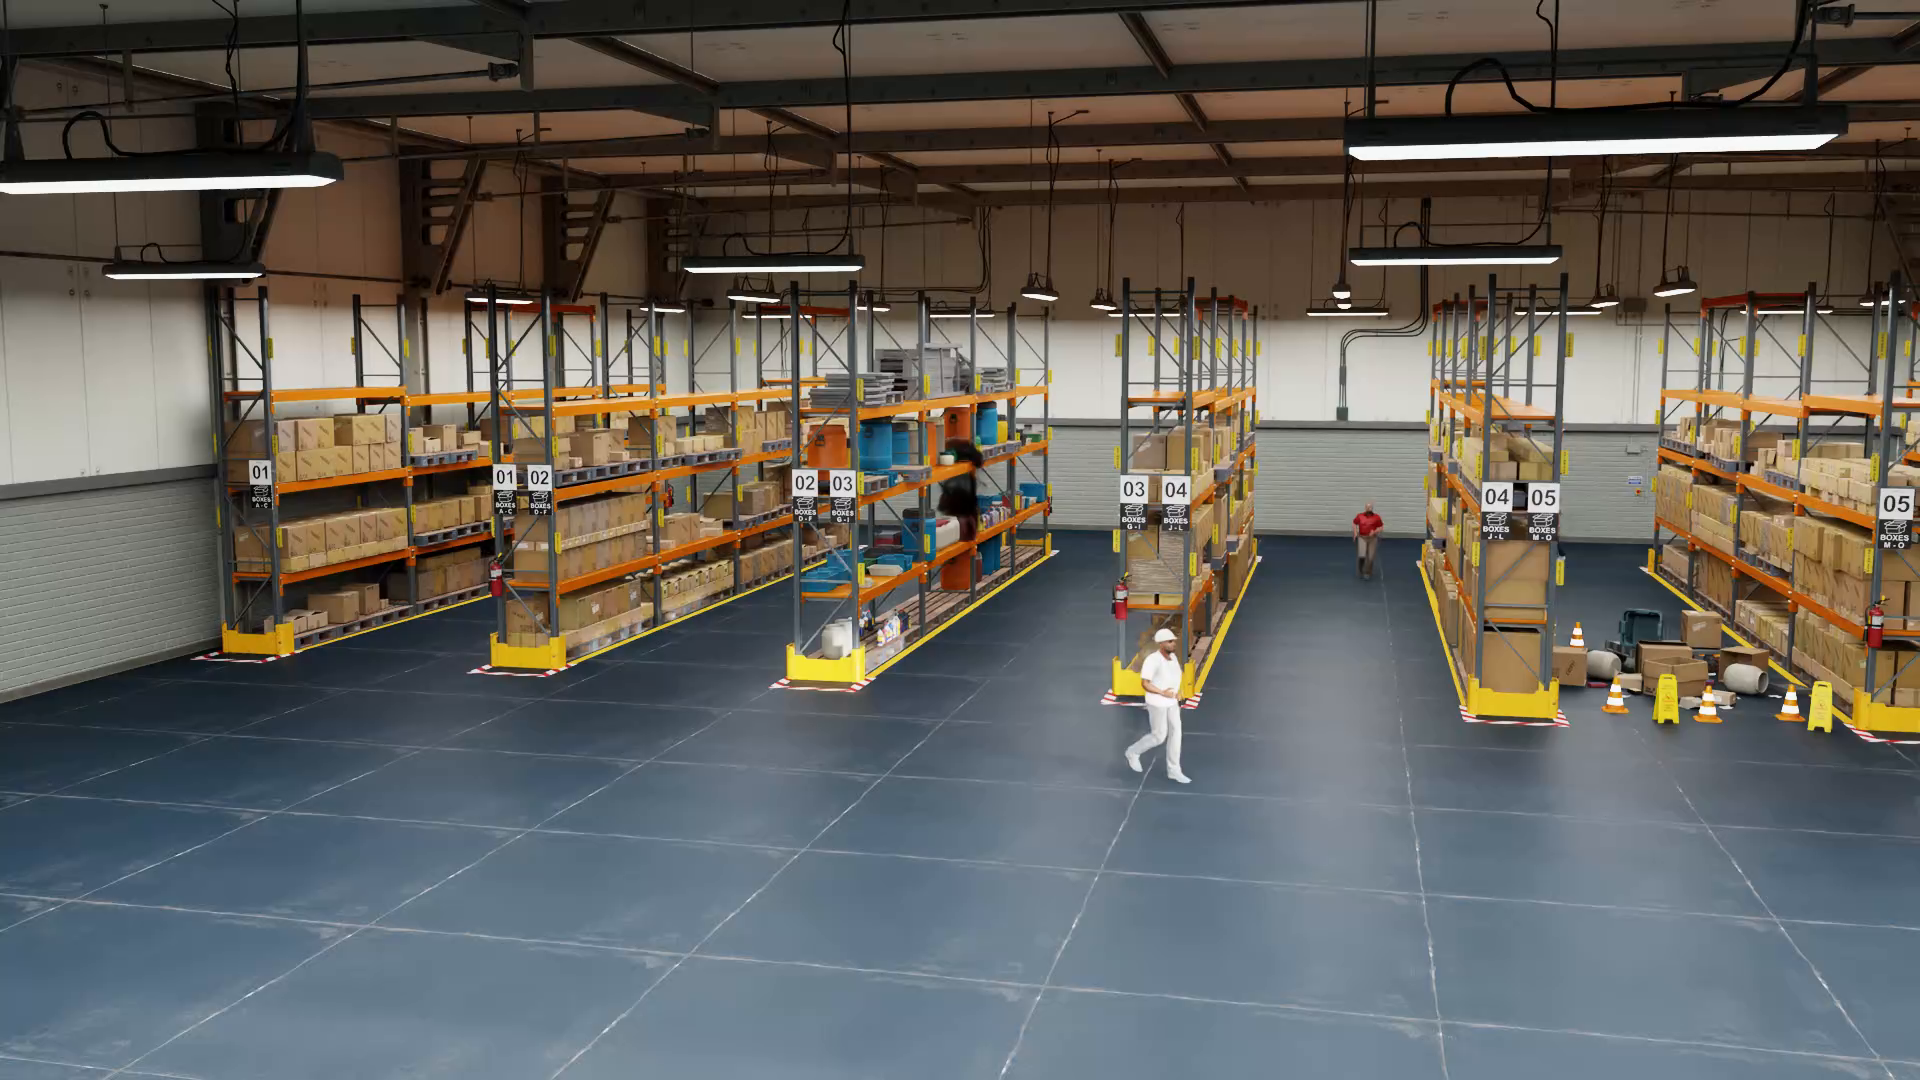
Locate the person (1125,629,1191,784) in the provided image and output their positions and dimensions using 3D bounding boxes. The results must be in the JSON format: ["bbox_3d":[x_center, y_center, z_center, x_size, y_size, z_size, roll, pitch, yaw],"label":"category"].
[{"bbox_3d":[2.339,1.910,19.379,0.841,1.776,0.725,6,9,41],"label":"person"}]

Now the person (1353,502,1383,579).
[{"bbox_3d":[8.806,0.025,35.917,0.648,1.689,0.640,1,7,12],"label":"person"}]

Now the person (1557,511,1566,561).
[{"bbox_3d":[13.814,-0.239,38.837,0.721,1.650,0.509,1,7,12],"label":"person"}]
